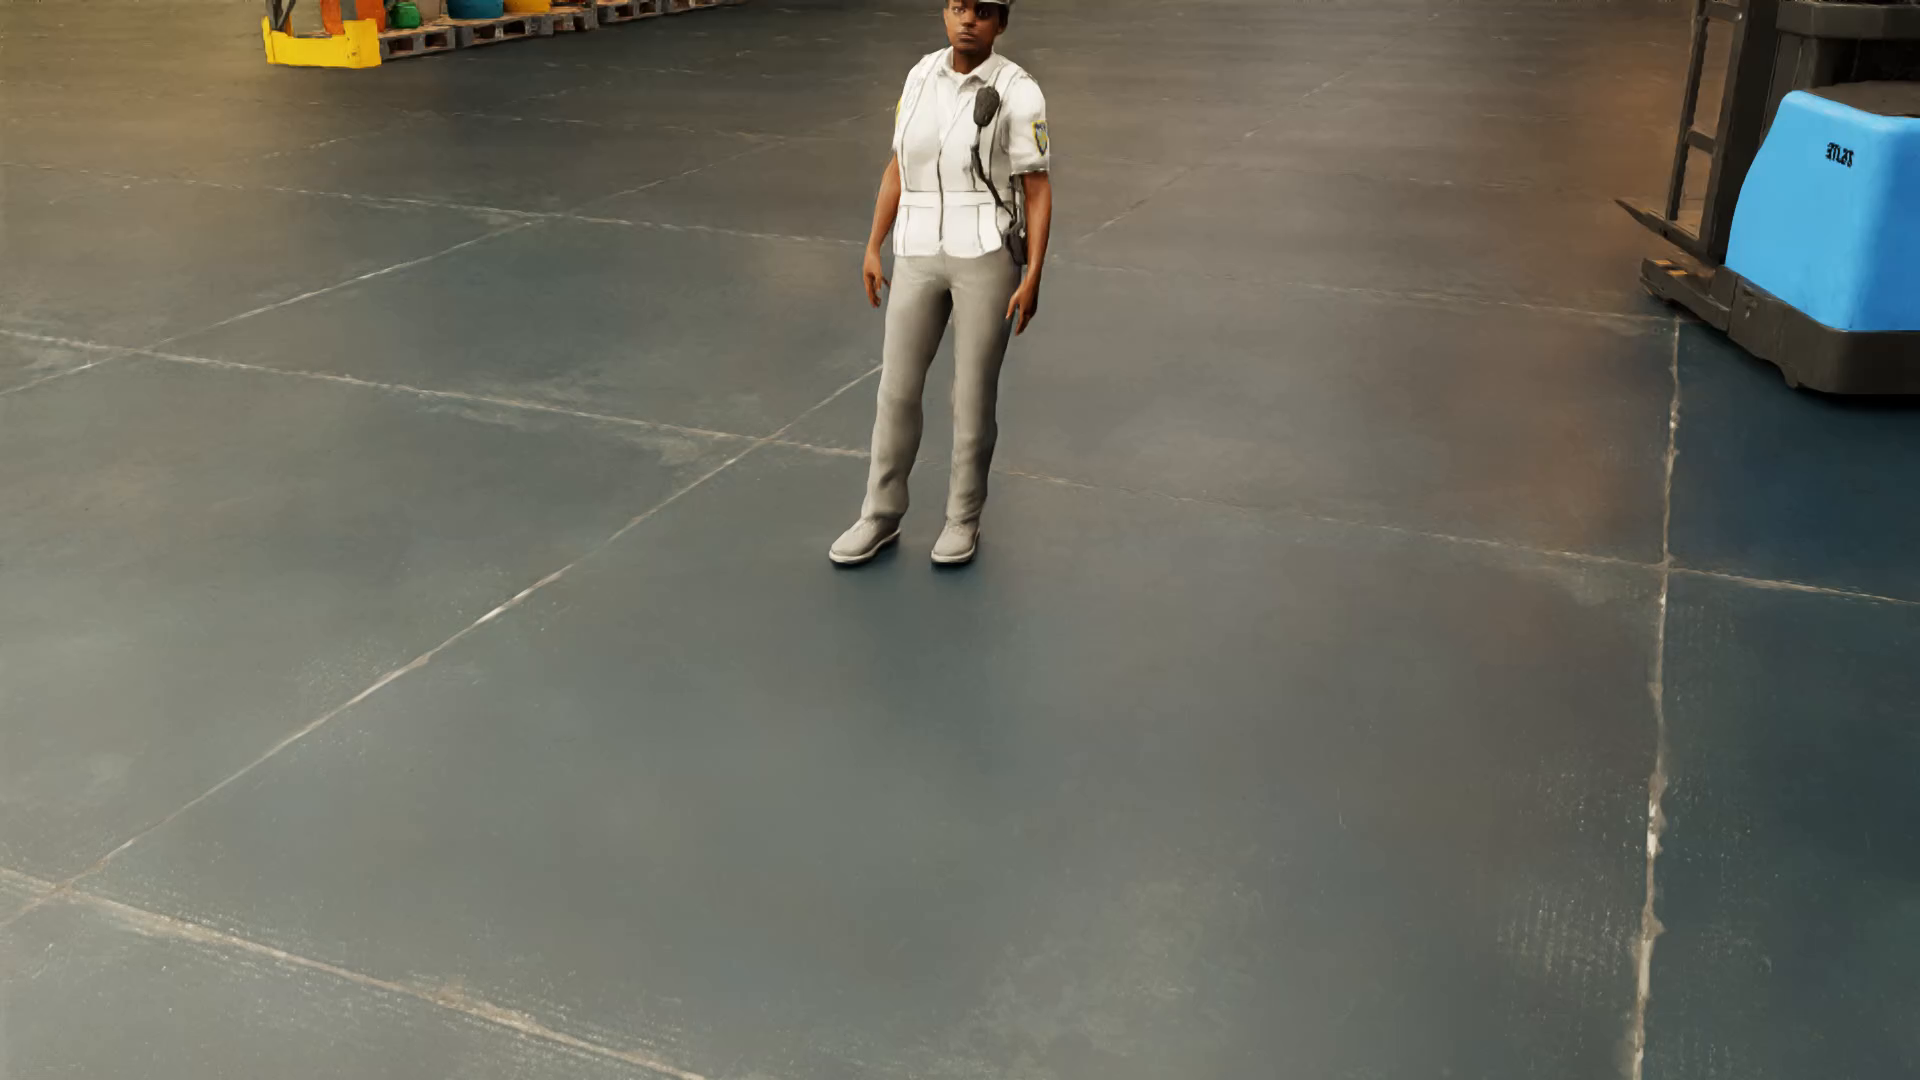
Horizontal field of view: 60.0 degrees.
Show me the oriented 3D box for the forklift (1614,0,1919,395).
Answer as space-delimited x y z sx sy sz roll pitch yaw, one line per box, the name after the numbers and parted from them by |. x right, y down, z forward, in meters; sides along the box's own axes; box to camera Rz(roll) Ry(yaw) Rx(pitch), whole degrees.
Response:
3.791 -2.406 7.048 1.130 2.935 3.031 1 23 2 | forklift

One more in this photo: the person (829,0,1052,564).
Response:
-0.047 -0.765 4.706 0.570 1.695 0.529 9 24 21 | person
